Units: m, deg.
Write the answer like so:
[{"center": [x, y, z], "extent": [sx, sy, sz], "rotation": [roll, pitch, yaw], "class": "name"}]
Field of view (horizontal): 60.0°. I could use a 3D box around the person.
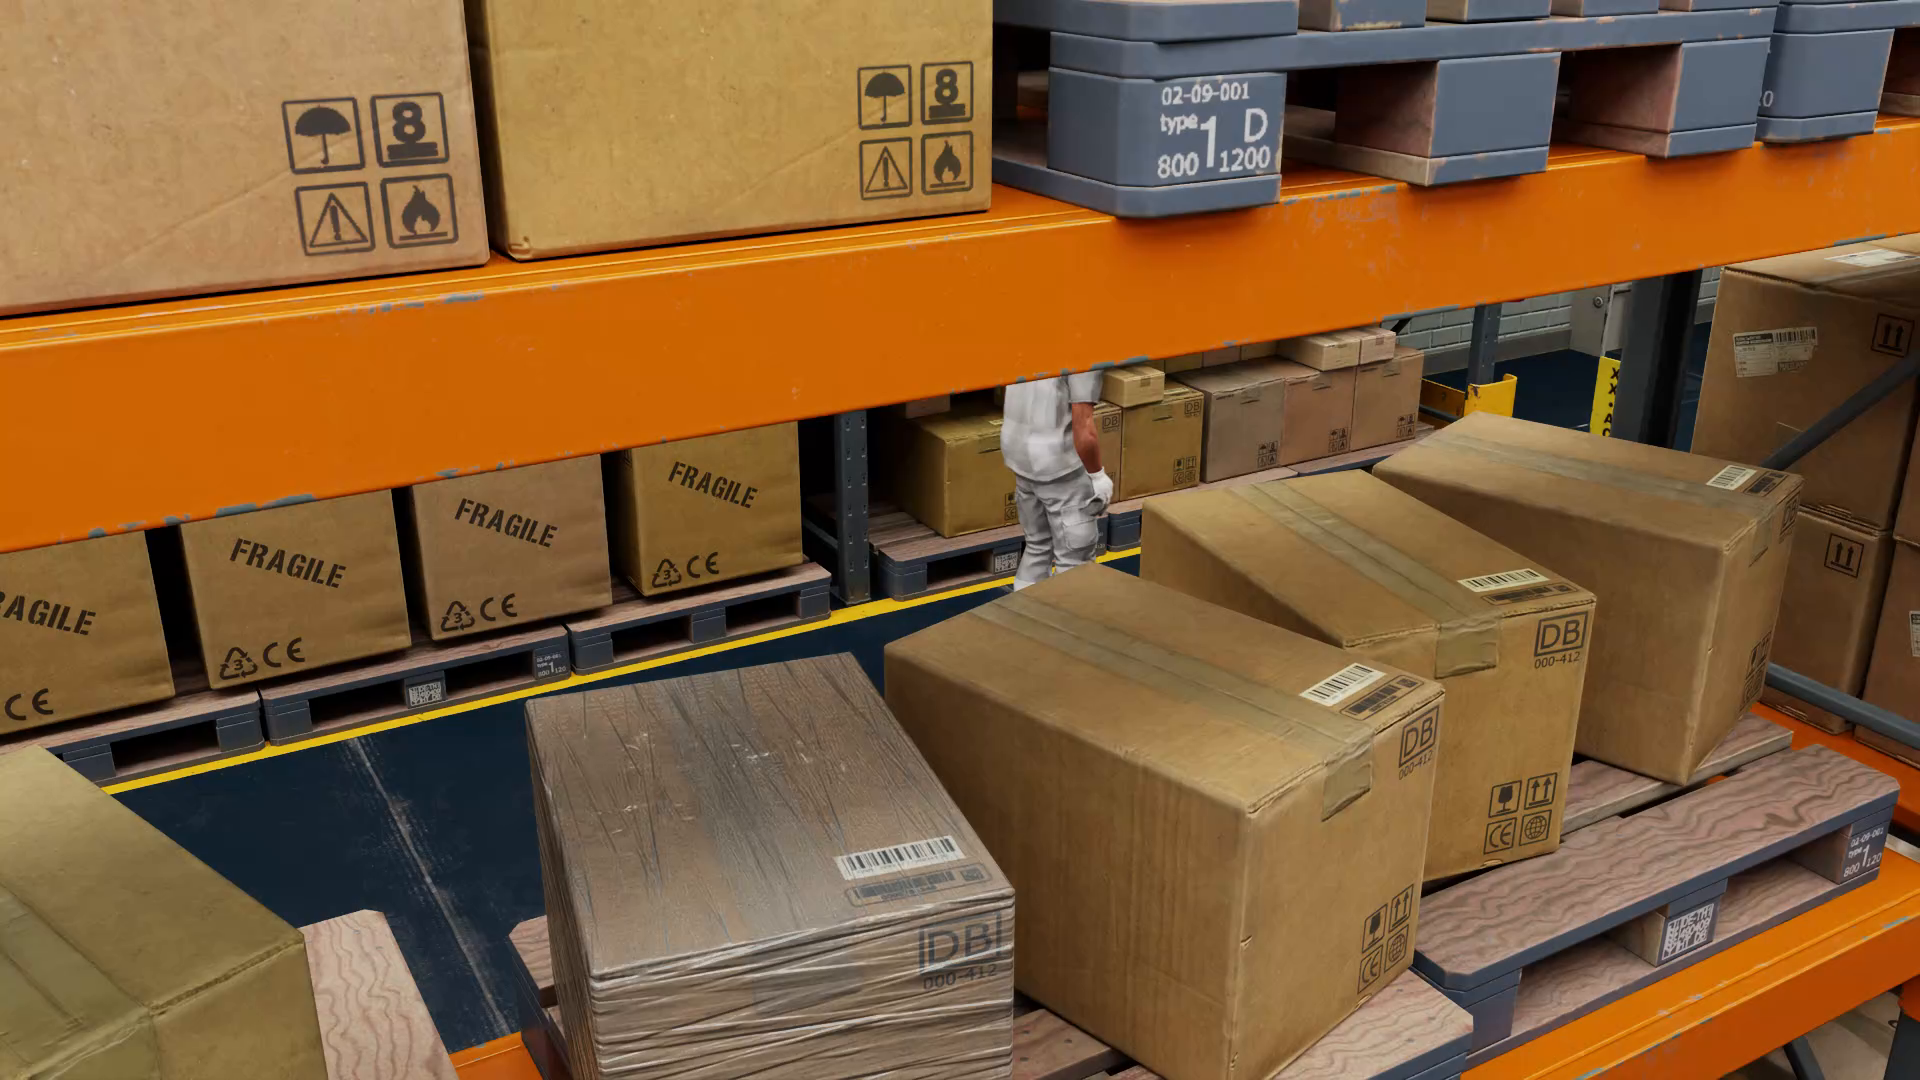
[{"center": [0.412, -0.308, 6.844], "extent": [0.453, 1.779, 0.608], "rotation": [-12, 25, -29], "class": "person"}]
